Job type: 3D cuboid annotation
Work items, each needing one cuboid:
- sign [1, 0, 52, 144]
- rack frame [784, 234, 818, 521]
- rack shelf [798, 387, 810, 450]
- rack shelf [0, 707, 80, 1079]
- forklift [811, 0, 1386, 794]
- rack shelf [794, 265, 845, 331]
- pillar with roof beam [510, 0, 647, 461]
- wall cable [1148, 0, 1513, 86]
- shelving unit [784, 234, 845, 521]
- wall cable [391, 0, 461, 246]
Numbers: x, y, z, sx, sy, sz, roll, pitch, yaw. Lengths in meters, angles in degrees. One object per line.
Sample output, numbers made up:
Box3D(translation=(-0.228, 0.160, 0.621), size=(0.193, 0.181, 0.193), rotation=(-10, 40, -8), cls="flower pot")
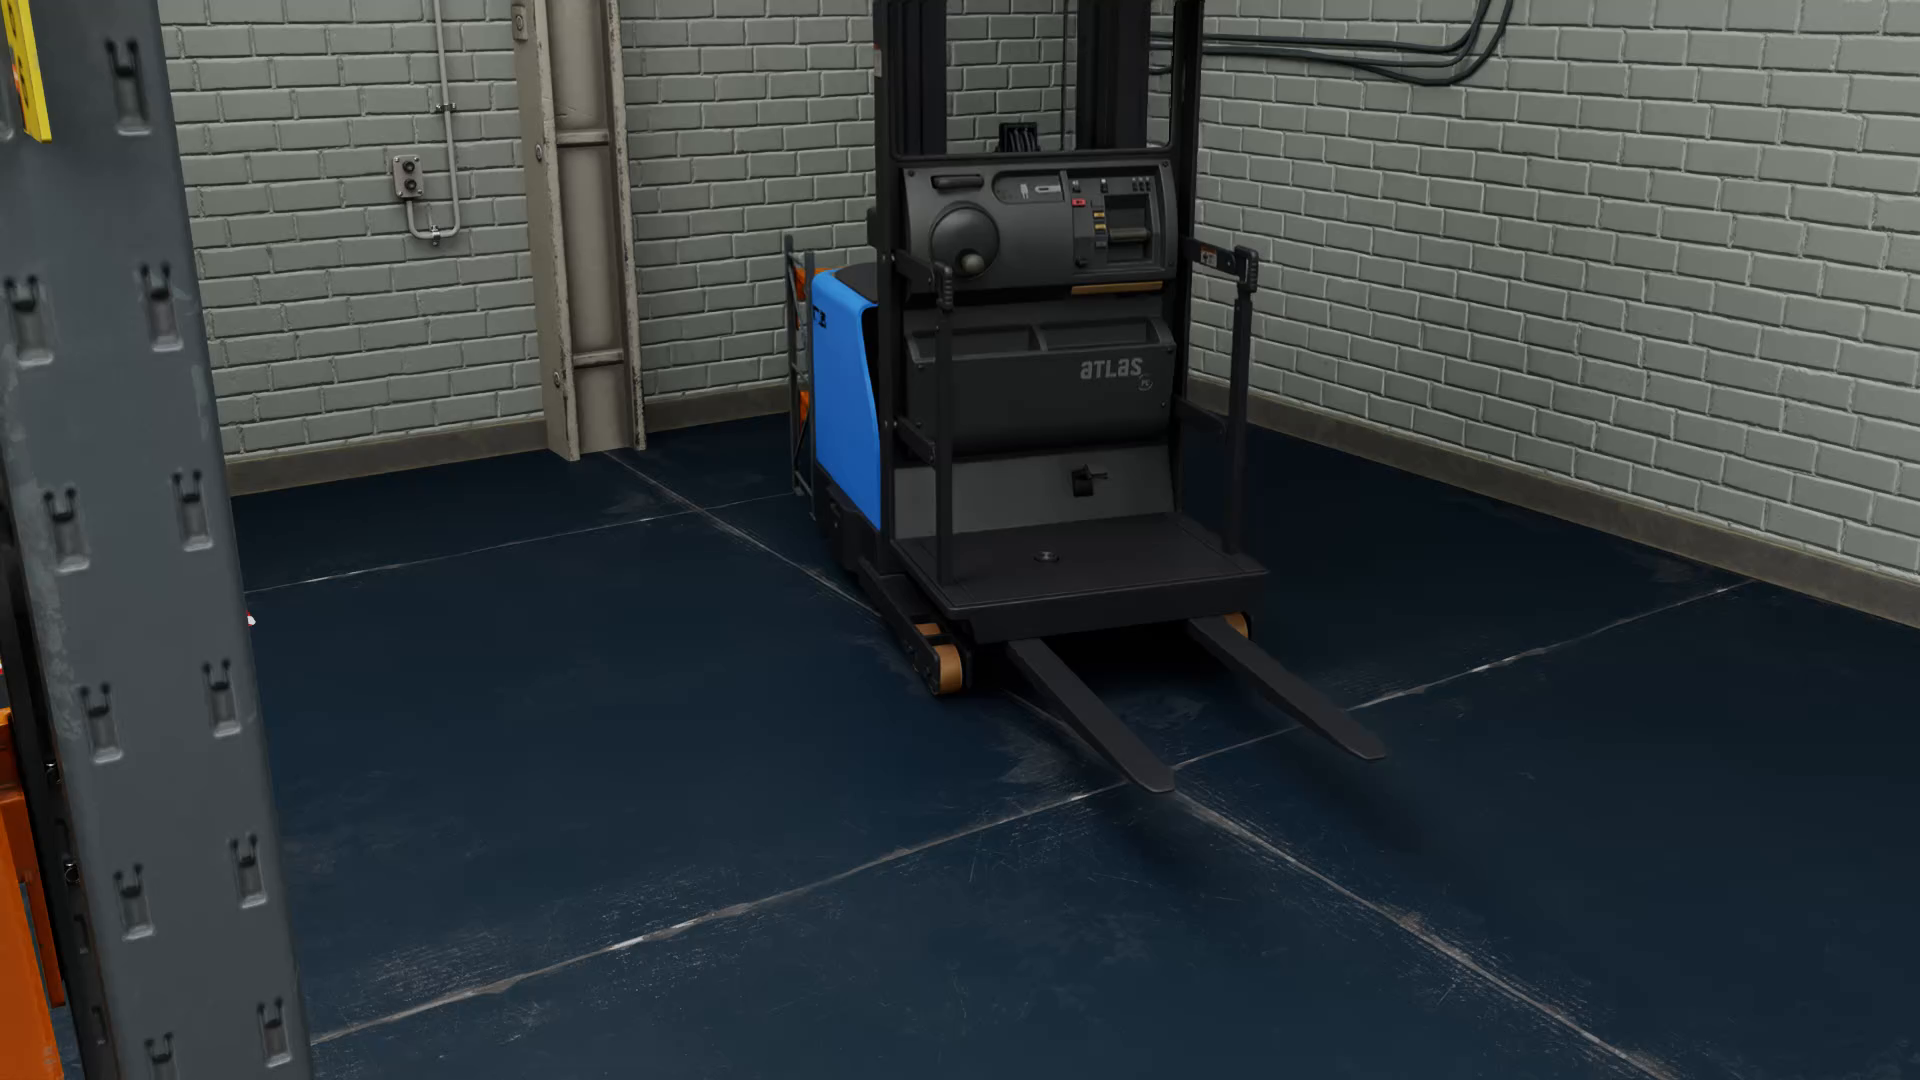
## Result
Box3D(translation=(-0.525, -0.383, 0.894), size=(0.005, 0.325, 0.100), rotation=(-12, 22, -31), cls="sign")
Box3D(translation=(-0.665, -0.690, 7.031), size=(0.032, 1.125, 0.500), rotation=(-5, 19, -15), cls="rack frame")
Box3D(translation=(-0.177, -0.504, 7.243), size=(1.000, 0.278, 0.538), rotation=(-5, 19, -15), cls="rack shelf")
Box3D(translation=(-2.484, 0.856, 0.653), size=(4.000, 0.370, 1.077), rotation=(-12, 22, -31), cls="rack shelf")
Box3D(translation=(0.339, -1.037, 5.237), size=(1.130, 2.935, 3.031), rotation=(-6, 20, -17), cls="forklift")
Box3D(translation=(-0.177, -1.013, 7.071), size=(1.000, 0.278, 0.538), rotation=(-5, 19, -15), cls="rack shelf")
Box3D(translation=(0.606, -3.559, 3.221), size=(0.400, 9.000, 9.100), rotation=(-12, 22, -31), cls="pillar with roof beam")
Box3D(translation=(1.379, -3.433, 7.698), size=(0.112, 2.526, 3.097), rotation=(-12, 22, -31), cls="wall cable")
Box3D(translation=(-0.177, -0.736, 7.165), size=(1.048, 1.125, 0.538), rotation=(-5, 19, -15), cls="shelving unit")
Box3D(translation=(-2.992, -2.121, 6.750), size=(1.851, 1.984, 0.084), rotation=(-12, 22, -31), cls="wall cable")
